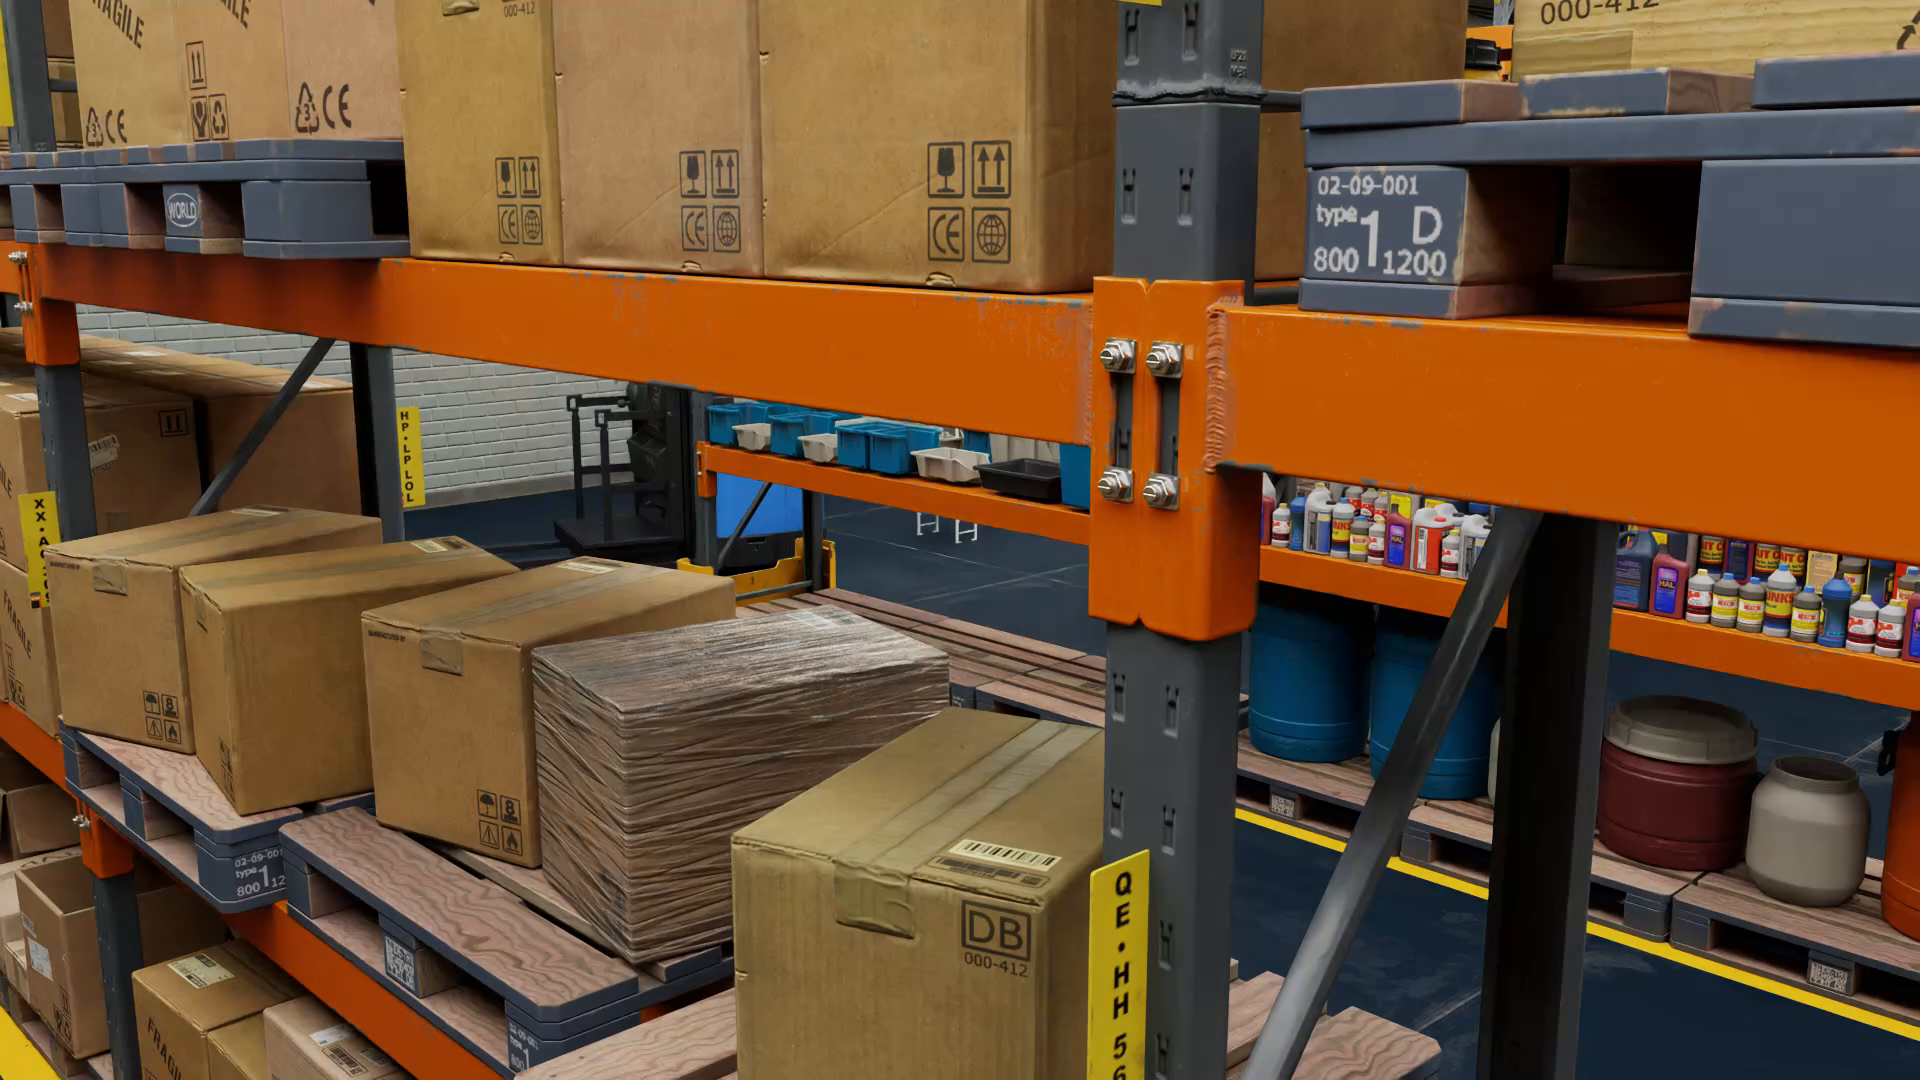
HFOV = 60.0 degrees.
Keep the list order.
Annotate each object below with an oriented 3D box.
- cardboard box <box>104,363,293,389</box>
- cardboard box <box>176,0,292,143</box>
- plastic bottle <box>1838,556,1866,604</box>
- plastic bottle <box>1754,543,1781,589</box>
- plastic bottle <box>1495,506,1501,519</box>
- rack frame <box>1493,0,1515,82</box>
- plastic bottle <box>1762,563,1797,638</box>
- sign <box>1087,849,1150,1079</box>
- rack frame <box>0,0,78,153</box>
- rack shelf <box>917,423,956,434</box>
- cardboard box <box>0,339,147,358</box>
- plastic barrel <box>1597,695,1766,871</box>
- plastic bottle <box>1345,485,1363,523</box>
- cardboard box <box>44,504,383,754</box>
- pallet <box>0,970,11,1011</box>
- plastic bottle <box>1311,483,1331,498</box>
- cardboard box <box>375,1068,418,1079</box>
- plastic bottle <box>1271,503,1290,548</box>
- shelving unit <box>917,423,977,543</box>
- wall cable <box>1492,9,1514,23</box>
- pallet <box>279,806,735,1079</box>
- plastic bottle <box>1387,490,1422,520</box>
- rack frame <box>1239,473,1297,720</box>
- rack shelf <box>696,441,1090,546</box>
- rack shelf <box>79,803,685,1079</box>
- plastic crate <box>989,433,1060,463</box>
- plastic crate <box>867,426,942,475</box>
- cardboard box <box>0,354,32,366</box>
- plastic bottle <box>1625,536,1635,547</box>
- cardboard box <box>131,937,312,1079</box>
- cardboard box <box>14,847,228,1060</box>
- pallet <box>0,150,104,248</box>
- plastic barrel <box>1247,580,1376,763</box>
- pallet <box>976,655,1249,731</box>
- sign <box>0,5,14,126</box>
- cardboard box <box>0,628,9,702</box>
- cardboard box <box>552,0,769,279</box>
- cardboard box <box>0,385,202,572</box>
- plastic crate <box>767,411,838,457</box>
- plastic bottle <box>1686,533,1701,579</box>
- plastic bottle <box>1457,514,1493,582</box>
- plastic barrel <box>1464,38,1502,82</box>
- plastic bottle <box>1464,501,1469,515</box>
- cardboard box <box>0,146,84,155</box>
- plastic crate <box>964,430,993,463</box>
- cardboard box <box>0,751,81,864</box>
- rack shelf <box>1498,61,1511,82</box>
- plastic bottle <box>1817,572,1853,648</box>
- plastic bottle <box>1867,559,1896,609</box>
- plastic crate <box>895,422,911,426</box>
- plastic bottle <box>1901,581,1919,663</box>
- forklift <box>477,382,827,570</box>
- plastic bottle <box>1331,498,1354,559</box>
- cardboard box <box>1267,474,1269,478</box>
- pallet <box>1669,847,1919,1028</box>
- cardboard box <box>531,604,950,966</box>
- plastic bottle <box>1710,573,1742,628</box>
[{"bbox_3d":[-2.678,-0.347,5.935,0.500,0.500,0.500,11,16,43],"label":"cardboard box"},{"bbox_3d":[-1.427,-1.220,3.927,0.600,0.600,0.600,-11,16,-43],"label":"cardboard box"},{"bbox_3d":[3.611,0.151,6.739,0.097,0.201,0.097,0,12,0],"label":"plastic bottle"},{"bbox_3d":[3.384,0.068,6.965,0.097,0.271,0.097,0,12,0],"label":"plastic bottle"},{"bbox_3d":[2.508,-0.072,7.648,0.097,0.271,0.097,0,12,0],"label":"plastic bottle"},{"bbox_3d":[5.863,-5.203,17.366,1.000,3.000,0.127,-11,16,-43],"label":"rack frame"},{"bbox_3d":[3.065,0.223,6.216,0.097,0.271,0.097,0,12,0],"label":"plastic bottle"},{"bbox_3d":[0.177,0.508,1.841,0.100,0.325,0.005,-11,16,-43],"label":"sign"},{"bbox_3d":[-2.199,-2.563,4.552,1.000,3.000,0.127,-11,16,-43],"label":"rack frame"},{"bbox_3d":[-0.114,-1.019,14.324,0.258,0.148,0.480,-11,16,-43],"label":"rack shelf"},{"bbox_3d":[-3.745,-0.572,7.029,0.500,0.500,0.500,-10,16,-41],"label":"cardboard box"},{"bbox_3d":[3.018,1.011,7.007,0.600,0.588,0.708,-11,16,-43],"label":"plastic barrel"},{"bbox_3d":[1.992,-0.192,8.401,0.097,0.201,0.097,0,12,0],"label":"plastic bottle"},{"bbox_3d":[-2.034,0.221,4.618,0.500,0.500,0.700,6,13,26],"label":"cardboard box"},{"bbox_3d":[-3.520,1.463,6.790,1.003,0.211,1.213,-11,16,-43],"label":"pallet"},{"bbox_3d":[1.814,-0.185,8.367,0.097,0.201,0.097,0,12,0],"label":"plastic bottle"},{"bbox_3d":[-1.004,1.340,3.718,0.500,0.250,0.500,-11,16,-44],"label":"cardboard box"},{"bbox_3d":[1.515,-0.071,7.813,0.097,0.201,0.097,0,12,0],"label":"plastic bottle"},{"bbox_3d":[-0.114,-0.612,14.408,0.258,1.200,0.503,-11,16,-43],"label":"shelving unit"},{"bbox_3d":[9.989,-10.326,28.449,2.988,3.039,0.133,-11,16,-43],"label":"wall cable"},{"bbox_3d":[-0.783,0.770,3.717,1.003,0.211,1.213,-11,16,-43],"label":"pallet"},{"bbox_3d":[2.153,-0.182,7.982,0.144,0.351,0.185,-11,16,-43],"label":"plastic bottle"},{"bbox_3d":[1.386,-0.315,8.505,1.000,3.000,0.127,-11,16,-43],"label":"rack frame"},{"bbox_3d":[0.005,-0.254,9.994,1.077,0.370,4.000,-11,16,-43],"label":"rack shelf"},{"bbox_3d":[-0.818,1.019,3.813,1.077,0.370,4.000,-11,16,-43],"label":"rack shelf"},{"bbox_3d":[0.464,-0.534,9.717,0.437,0.282,0.530,-11,16,-43],"label":"plastic crate"},{"bbox_3d":[-0.328,-0.528,9.806,0.416,0.233,0.300,-11,16,-43],"label":"plastic crate"},{"bbox_3d":[-3.786,-0.423,6.305,0.500,0.500,0.500,-11,16,-43],"label":"cardboard box"},{"bbox_3d":[2.747,0.113,6.719,0.061,0.283,0.133,-11,16,-43],"label":"plastic bottle"},{"bbox_3d":[-2.042,1.488,4.857,0.500,0.500,0.500,11,16,43],"label":"cardboard box"},{"bbox_3d":[-2.798,1.340,5.577,0.500,0.500,0.500,-11,16,-43],"label":"cardboard box"},{"bbox_3d":[-1.800,-0.897,4.364,1.213,0.211,1.003,-11,16,-43],"label":"pallet"},{"bbox_3d":[1.749,0.589,8.277,0.600,0.901,0.708,-11,16,-43],"label":"plastic barrel"},{"bbox_3d":[0.850,0.949,9.281,1.003,0.211,1.213,-11,16,-43],"label":"pallet"},{"bbox_3d":[-2.587,-1.271,4.430,0.100,0.325,0.005,-11,16,-43],"label":"sign"},{"bbox_3d":[-3.087,0.214,5.692,0.500,0.500,0.500,-10,16,-41],"label":"cardboard box"},{"bbox_3d":[-0.115,-0.693,2.658,0.910,0.500,0.500,-11,16,-43],"label":"cardboard box"},{"bbox_3d":[-2.736,-0.201,5.229,0.500,0.500,0.500,-11,16,-42],"label":"cardboard box"},{"bbox_3d":[-0.990,-0.668,10.485,0.416,0.233,0.300,-11,16,-43],"label":"plastic crate"},{"bbox_3d":[3.125,0.019,7.191,0.152,0.276,0.135,-11,16,-43],"label":"plastic bottle"},{"bbox_3d":[2.229,0.036,7.112,0.152,0.276,0.135,-11,16,-43],"label":"plastic bottle"},{"bbox_3d":[2.163,-1.977,7.632,0.600,0.588,0.600,0,12,0],"label":"plastic barrel"},{"bbox_3d":[2.385,-0.175,7.949,0.144,0.351,0.185,-11,16,-43],"label":"plastic bottle"},{"bbox_3d":[-2.728,-1.054,5.034,0.500,0.250,0.500,-11,16,-43],"label":"cardboard box"},{"bbox_3d":[0.227,-0.582,10.068,0.416,0.233,0.300,-11,16,-43],"label":"plastic crate"},{"bbox_3d":[-3.501,1.109,6.692,0.797,0.503,0.637,-11,16,-43],"label":"cardboard box"},{"bbox_3d":[7.244,-4.557,16.022,1.077,0.370,4.000,-11,16,-43],"label":"rack shelf"},{"bbox_3d":[3.200,0.251,6.078,0.097,0.271,0.097,0,12,0],"label":"plastic bottle"},{"bbox_3d":[3.659,0.144,6.597,0.097,0.271,0.097,0,12,0],"label":"plastic bottle"},{"bbox_3d":[-0.493,-0.661,10.689,0.396,0.136,0.243,-11,16,-43],"label":"plastic crate"},{"bbox_3d":[3.401,0.293,5.845,0.061,0.283,0.133,-11,16,-43],"label":"plastic bottle"},{"bbox_3d":[-2.632,-1.191,12.929,3.031,2.935,1.130,-5,13,-24],"label":"forklift"},{"bbox_3d":[1.743,-0.057,7.572,0.097,0.271,0.097,0,12,0],"label":"plastic bottle"},{"bbox_3d":[2.705,-0.671,14.461,0.875,0.875,0.875,-11,16,-43],"label":"cardboard box"},{"bbox_3d":[3.573,1.526,6.483,1.003,0.211,1.213,-11,16,-43],"label":"pallet"},{"bbox_3d":[-0.447,0.468,3.418,0.700,0.500,0.500,-7,14,-32],"label":"cardboard box"},{"bbox_3d":[2.931,0.229,6.361,0.097,0.201,0.097,0,12,0],"label":"plastic bottle"}]
